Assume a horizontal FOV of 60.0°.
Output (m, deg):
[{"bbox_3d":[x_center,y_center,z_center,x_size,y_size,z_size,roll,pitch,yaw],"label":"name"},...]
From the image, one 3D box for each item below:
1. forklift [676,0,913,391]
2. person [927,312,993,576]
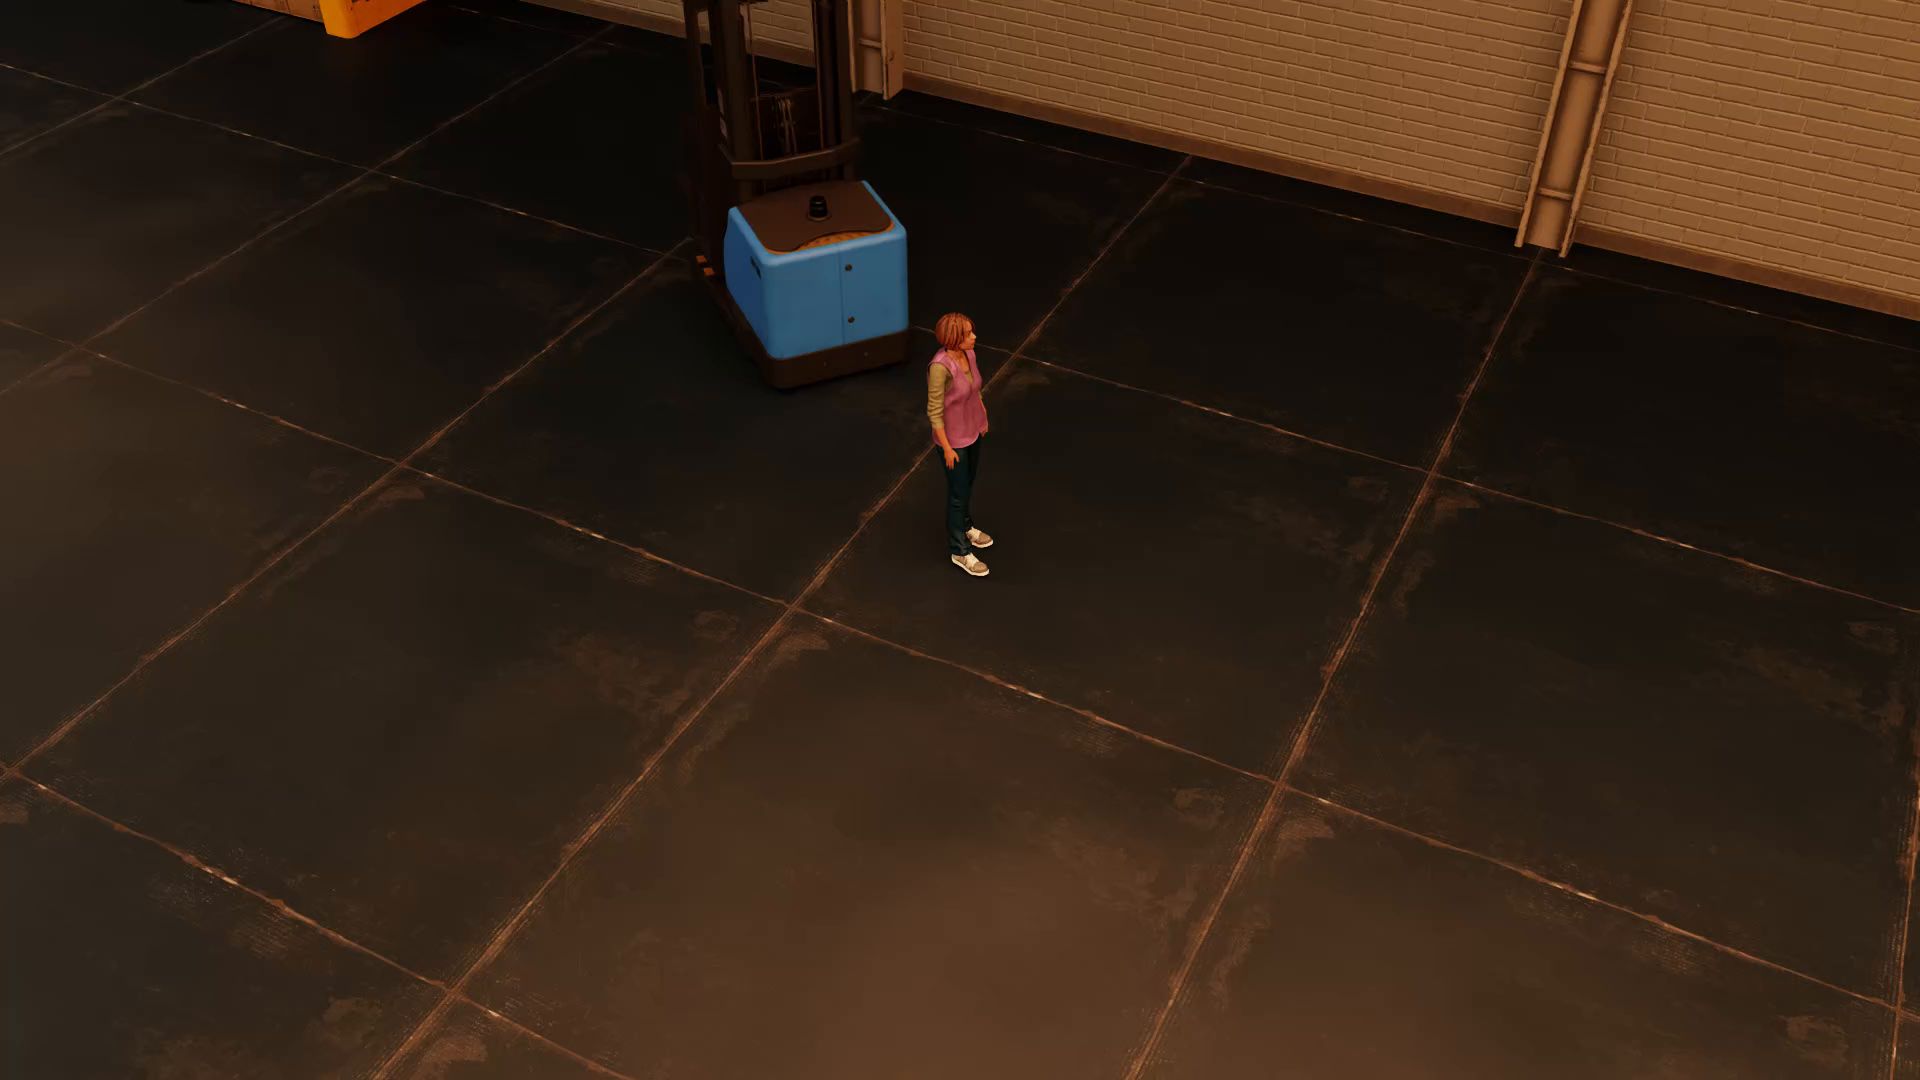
[{"bbox_3d":[-1.380,-3.091,11.656,1.130,2.935,3.031,-16,43,-18],"label":"forklift"},{"bbox_3d":[0.060,-0.581,9.712,0.473,1.584,0.521,18,43,21],"label":"person"}]
